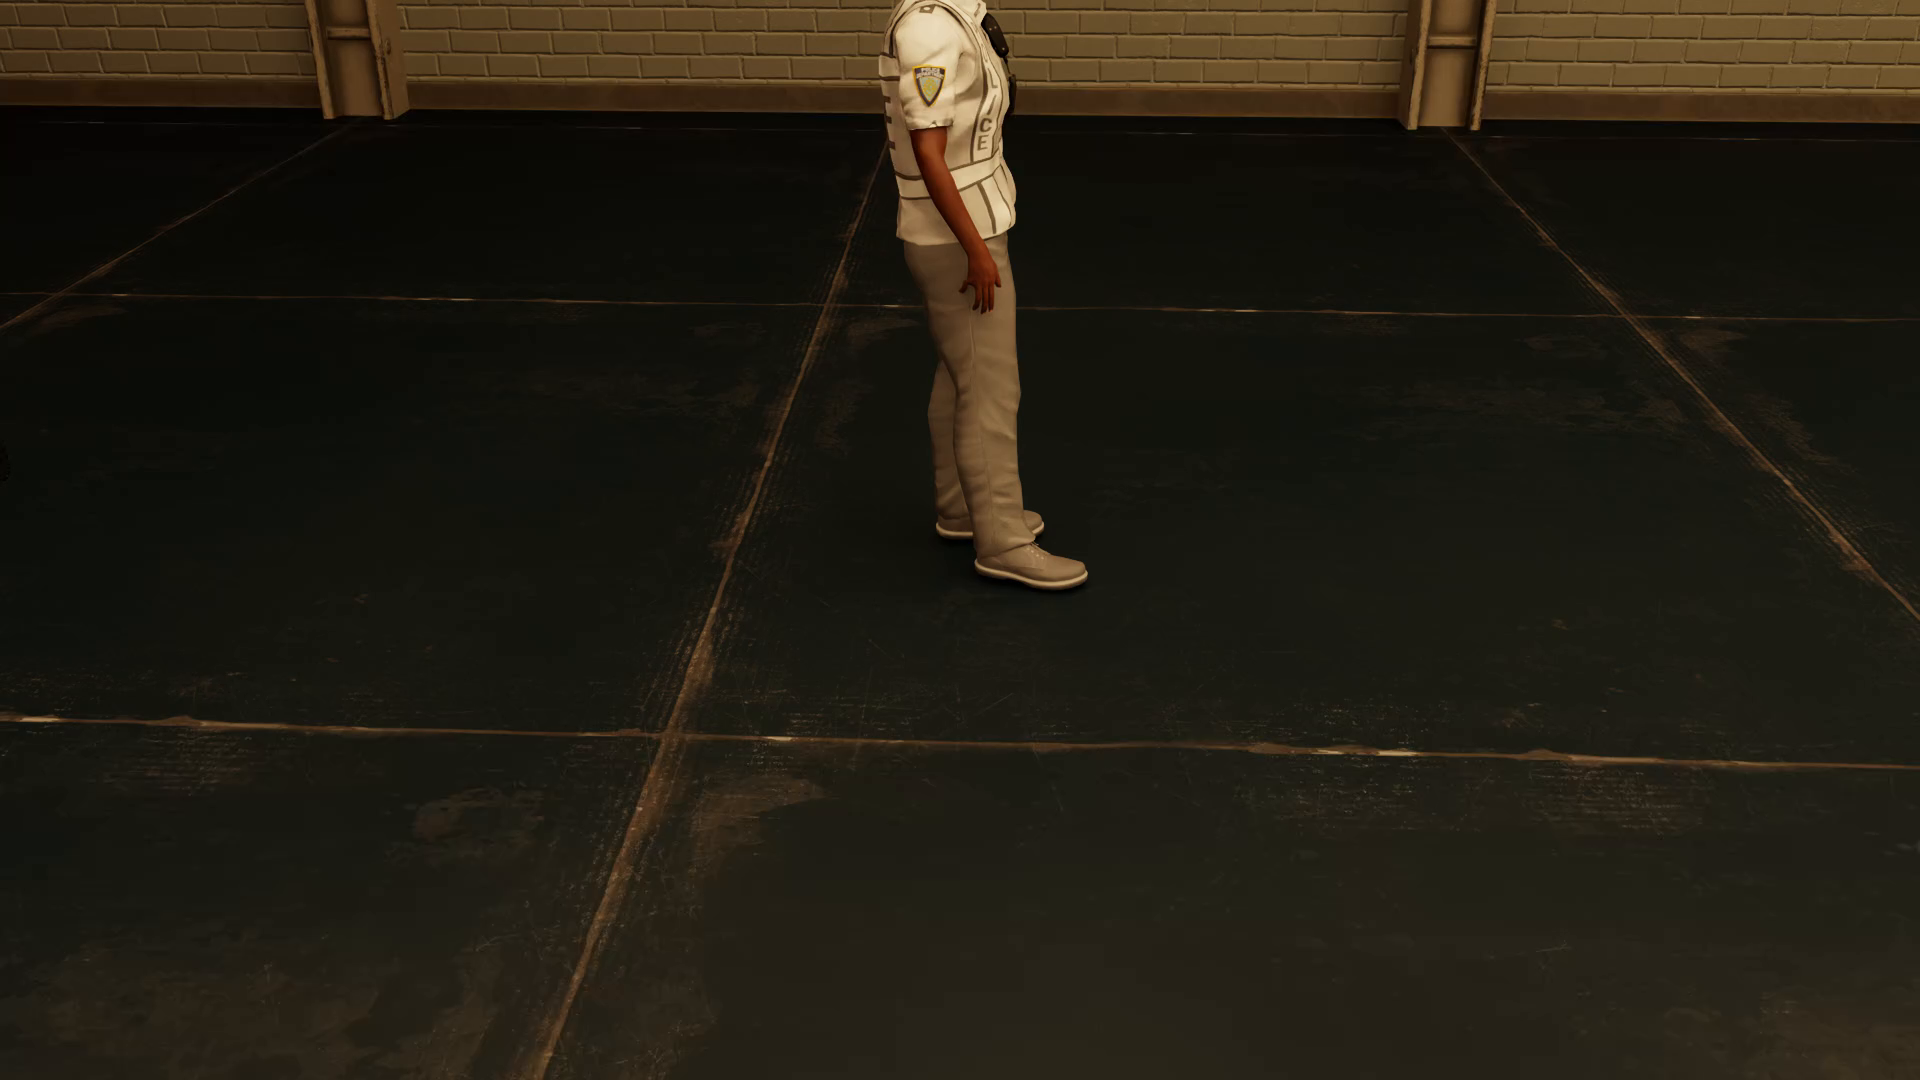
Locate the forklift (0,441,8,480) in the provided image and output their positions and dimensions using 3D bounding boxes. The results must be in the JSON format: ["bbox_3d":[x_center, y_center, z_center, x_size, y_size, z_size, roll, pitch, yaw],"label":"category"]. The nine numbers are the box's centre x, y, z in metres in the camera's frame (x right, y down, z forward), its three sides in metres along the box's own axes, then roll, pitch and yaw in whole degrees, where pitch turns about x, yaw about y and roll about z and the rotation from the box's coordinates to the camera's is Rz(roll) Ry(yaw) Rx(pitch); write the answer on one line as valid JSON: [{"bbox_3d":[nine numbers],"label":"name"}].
[{"bbox_3d":[-4.220,-1.232,3.706,3.031,2.935,1.130,0,26,-1],"label":"forklift"}]

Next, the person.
[{"bbox_3d":[0.074,-0.756,4.123,0.530,1.694,0.569,1,26,2],"label":"person"}]
